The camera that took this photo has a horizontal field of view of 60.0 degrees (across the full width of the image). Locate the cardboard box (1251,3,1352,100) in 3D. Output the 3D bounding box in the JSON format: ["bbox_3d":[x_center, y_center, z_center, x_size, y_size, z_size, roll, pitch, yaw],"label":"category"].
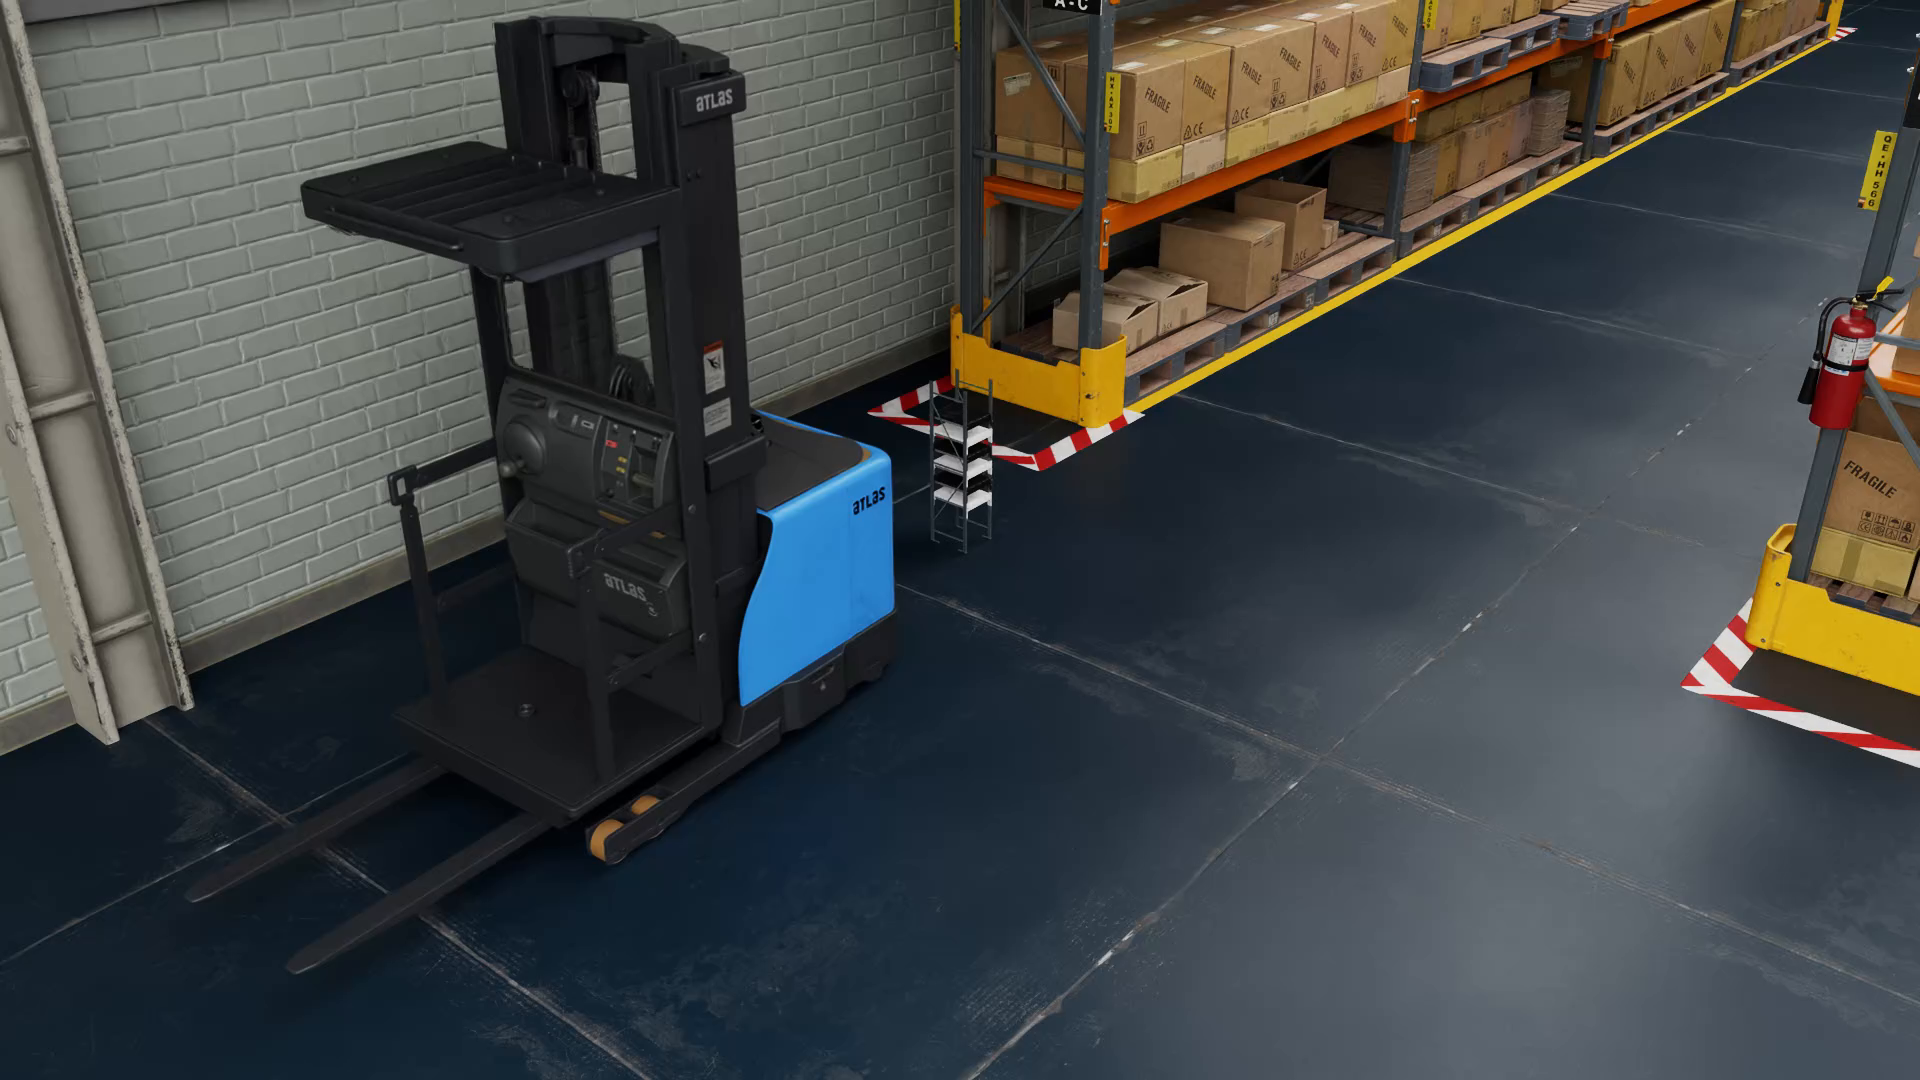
[{"bbox_3d":[2.265,-3.283,11.157,0.500,0.500,0.500,20,33,33],"label":"cardboard box"}]

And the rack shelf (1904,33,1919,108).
[{"bbox_3d":[5.521,-2.477,7.792,1.077,0.370,4.000,21,34,34],"label":"rack shelf"}]

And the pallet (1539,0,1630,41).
[{"bbox_3d":[5.142,-4.669,14.719,1.213,0.211,1.003,21,34,34],"label":"pallet"}]

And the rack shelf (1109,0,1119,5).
[{"bbox_3d":[1.696,-3.923,10.588,1.077,0.370,4.000,21,34,34],"label":"rack shelf"}]

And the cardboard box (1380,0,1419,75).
[{"bbox_3d":[2.907,-3.637,11.841,0.500,0.500,0.500,21,34,34],"label":"cardboard box"}]

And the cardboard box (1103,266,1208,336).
[{"bbox_3d":[1.296,-1.624,11.072,0.500,0.311,0.500,24,36,38],"label":"cardboard box"}]

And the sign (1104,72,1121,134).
[{"bbox_3d":[0.843,-2.427,9.236,0.100,0.325,0.005,21,34,34],"label":"sign"}]

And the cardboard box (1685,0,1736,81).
[{"bbox_3d":[7.744,-5.419,17.844,0.750,0.750,0.750,21,34,35],"label":"cardboard box"}]

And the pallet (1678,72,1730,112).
[{"bbox_3d":[7.625,-4.922,18.035,1.003,0.211,1.213,21,34,34],"label":"pallet"}]

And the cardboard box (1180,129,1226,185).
[{"bbox_3d":[1.299,-2.412,10.290,0.500,0.250,0.500,20,33,33],"label":"cardboard box"}]

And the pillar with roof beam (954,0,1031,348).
[{"bbox_3d":[3.524,-4.109,6.899,9.100,9.000,0.400,21,34,34],"label":"pillar with roof beam"}]

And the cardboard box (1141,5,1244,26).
[{"bbox_3d":[1.534,-3.245,11.083,0.500,0.500,0.500,21,34,35],"label":"cardboard box"}]

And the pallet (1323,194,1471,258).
[{"bbox_3d":[3.463,-2.658,13.658,1.003,0.211,1.213,21,34,34],"label":"pallet"}]

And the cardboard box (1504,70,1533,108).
[{"bbox_3d":[4.684,-4.002,14.647,0.500,0.250,0.500,21,34,35],"label":"cardboard box"}]

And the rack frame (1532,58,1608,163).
[{"bbox_3d":[5.513,-5.038,15.224,1.000,3.000,0.127,21,34,34],"label":"rack frame"}]

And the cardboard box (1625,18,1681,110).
[{"bbox_3d":[6.644,-4.801,16.648,0.750,0.750,0.750,21,34,34],"label":"cardboard box"}]

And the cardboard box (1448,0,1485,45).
[{"bbox_3d":[3.680,-4.226,13.067,0.500,0.500,0.700,-24,36,-39],"label":"cardboard box"}]

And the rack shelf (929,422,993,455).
[{"bbox_3d":[0.005,-0.533,8.481,0.258,0.077,0.200,21,34,34],"label":"rack shelf"}]

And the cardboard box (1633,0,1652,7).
[{"bbox_3d":[6.302,-5.140,15.674,0.380,0.149,0.250,22,35,36],"label":"cardboard box"}]

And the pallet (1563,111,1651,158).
[{"bbox_3d":[6.073,-4.057,16.362,1.003,0.211,1.213,21,34,34],"label":"pallet"}]

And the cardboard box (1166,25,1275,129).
[{"bbox_3d":[1.615,-2.912,10.440,0.500,0.500,0.500,19,33,33],"label":"cardboard box"}]

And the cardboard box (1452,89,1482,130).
[{"bbox_3d":[4.029,-3.646,13.960,0.500,0.250,0.500,20,33,33],"label":"cardboard box"}]

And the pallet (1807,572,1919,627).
[{"bbox_3d":[4.703,0.200,8.133,1.003,0.211,1.213,21,34,34],"label":"pallet"}]

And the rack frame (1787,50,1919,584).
[{"bbox_3d":[4.249,-0.755,6.945,1.000,3.000,0.127,21,34,34],"label":"rack frame"}]

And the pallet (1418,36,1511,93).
[{"bbox_3d":[3.567,-3.763,12.968,1.003,0.211,1.213,21,34,34],"label":"pallet"}]

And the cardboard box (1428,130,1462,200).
[{"bbox_3d":[3.714,-3.169,13.852,0.700,0.500,0.500,20,33,33],"label":"cardboard box"}]

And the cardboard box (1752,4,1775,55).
[{"bbox_3d":[8.934,-5.945,19.240,0.700,0.500,0.500,20,34,34],"label":"cardboard box"}]

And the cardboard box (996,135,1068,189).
[{"bbox_3d":[0.572,-2.366,10.201,0.500,0.250,0.500,21,34,35],"label":"cardboard box"}]

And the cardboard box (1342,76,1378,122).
[{"bbox_3d":[2.578,-3.131,11.680,0.500,0.250,0.500,21,34,35],"label":"cardboard box"}]

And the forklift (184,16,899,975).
[{"bbox_3d":[-1.561,-0.319,6.178,1.130,2.935,3.031,19,33,32],"label":"forklift"}]

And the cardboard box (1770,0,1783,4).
[{"bbox_3d":[9.302,-6.309,19.238,0.380,0.149,0.250,20,33,33],"label":"cardboard box"}]

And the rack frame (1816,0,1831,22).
[{"bbox_3d":[10.601,-7.874,20.707,1.000,3.000,0.127,21,34,34],"label":"rack frame"}]

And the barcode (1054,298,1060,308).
[{"bbox_3d":[0.637,-1.549,10.917,0.001,0.075,0.075,21,34,34],"label":"barcode"}]

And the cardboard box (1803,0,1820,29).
[{"bbox_3d":[10.233,-6.673,20.648,0.700,0.500,0.500,21,34,34],"label":"cardboard box"}]

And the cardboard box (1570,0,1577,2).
[{"bbox_3d":[5.222,-5.108,14.772,0.700,0.500,0.500,16,32,29],"label":"cardboard box"}]

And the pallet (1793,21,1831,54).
[{"bbox_3d":[10.153,-6.329,20.755,1.003,0.211,1.213,21,34,34],"label":"pallet"}]

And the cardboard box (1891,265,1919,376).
[{"bbox_3d":[4.556,-0.961,7.235,0.700,0.500,0.500,21,34,34],"label":"cardboard box"}]

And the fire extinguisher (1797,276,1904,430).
[{"bbox_3d":[3.816,-0.815,7.144,0.296,0.674,0.183,21,34,34],"label":"fire extinguisher"}]

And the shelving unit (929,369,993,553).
[{"bbox_3d":[0.005,-0.403,8.549,0.258,0.900,0.210,21,34,34],"label":"shelving unit"}]

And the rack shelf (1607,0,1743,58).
[{"bbox_3d":[6.785,-5.427,16.760,1.077,0.370,4.000,21,34,34],"label":"rack shelf"}]

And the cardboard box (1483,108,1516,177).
[{"bbox_3d":[4.384,-3.519,14.530,0.700,0.500,0.500,21,34,34],"label":"cardboard box"}]

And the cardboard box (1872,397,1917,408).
[{"bbox_3d":[4.985,-0.689,8.537,0.500,0.500,0.500,21,34,34],"label":"cardboard box"}]

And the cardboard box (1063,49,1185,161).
[{"bbox_3d":[0.960,-2.558,9.756,0.500,0.500,0.500,21,34,34],"label":"cardboard box"}]

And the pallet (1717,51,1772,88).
[{"bbox_3d":[8.601,-5.464,19.083,1.003,0.211,1.213,21,34,34],"label":"pallet"}]

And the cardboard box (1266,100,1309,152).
[{"bbox_3d":[1.951,-2.770,10.981,0.500,0.250,0.500,21,34,35],"label":"cardboard box"}]

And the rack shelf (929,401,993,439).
[{"bbox_3d":[0.005,-0.613,8.440,0.258,0.077,0.200,21,34,34],"label":"rack shelf"}]

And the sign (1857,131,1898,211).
[{"bbox_3d":[3.839,-1.538,6.941,0.100,0.325,0.005,21,34,34],"label":"sign"}]

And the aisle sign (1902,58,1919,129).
[{"bbox_3d":[3.981,-1.972,6.469,0.394,0.787,0.004,21,34,34],"label":"aisle sign"}]

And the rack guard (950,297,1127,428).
[{"bbox_3d":[0.473,-1.118,10.367,1.175,0.500,0.348,21,34,34],"label":"rack guard"}]

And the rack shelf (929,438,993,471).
[{"bbox_3d":[0.005,-0.453,8.523,0.258,0.077,0.200,21,34,34],"label":"rack shelf"}]

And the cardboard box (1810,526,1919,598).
[{"bbox_3d":[4.362,0.003,8.015,0.500,0.250,0.500,21,34,34],"label":"cardboard box"}]

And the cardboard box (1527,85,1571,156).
[{"bbox_3d":[5.095,-3.853,15.174,0.700,0.500,0.500,21,34,35],"label":"cardboard box"}]

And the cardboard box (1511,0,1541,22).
[{"bbox_3d":[4.446,-4.660,13.906,0.700,0.500,0.500,21,34,34],"label":"cardboard box"}]

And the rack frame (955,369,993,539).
[{"bbox_3d":[0.070,-0.439,8.618,0.240,0.900,0.006,21,34,34],"label":"rack frame"}]

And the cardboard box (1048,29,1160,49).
[{"bbox_3d":[0.888,-2.882,10.381,0.500,0.500,0.500,21,34,35],"label":"cardboard box"}]

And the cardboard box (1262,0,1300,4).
[{"bbox_3d":[2.177,-3.607,11.783,0.500,0.500,0.500,21,34,34],"label":"cardboard box"}]

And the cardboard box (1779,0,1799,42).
[{"bbox_3d":[9.596,-6.317,19.960,0.700,0.500,0.500,19,33,33],"label":"cardboard box"}]

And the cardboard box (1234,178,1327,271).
[{"bbox_3d":[2.339,-2.325,12.222,0.500,0.500,0.500,18,32,31],"label":"cardboard box"}]
